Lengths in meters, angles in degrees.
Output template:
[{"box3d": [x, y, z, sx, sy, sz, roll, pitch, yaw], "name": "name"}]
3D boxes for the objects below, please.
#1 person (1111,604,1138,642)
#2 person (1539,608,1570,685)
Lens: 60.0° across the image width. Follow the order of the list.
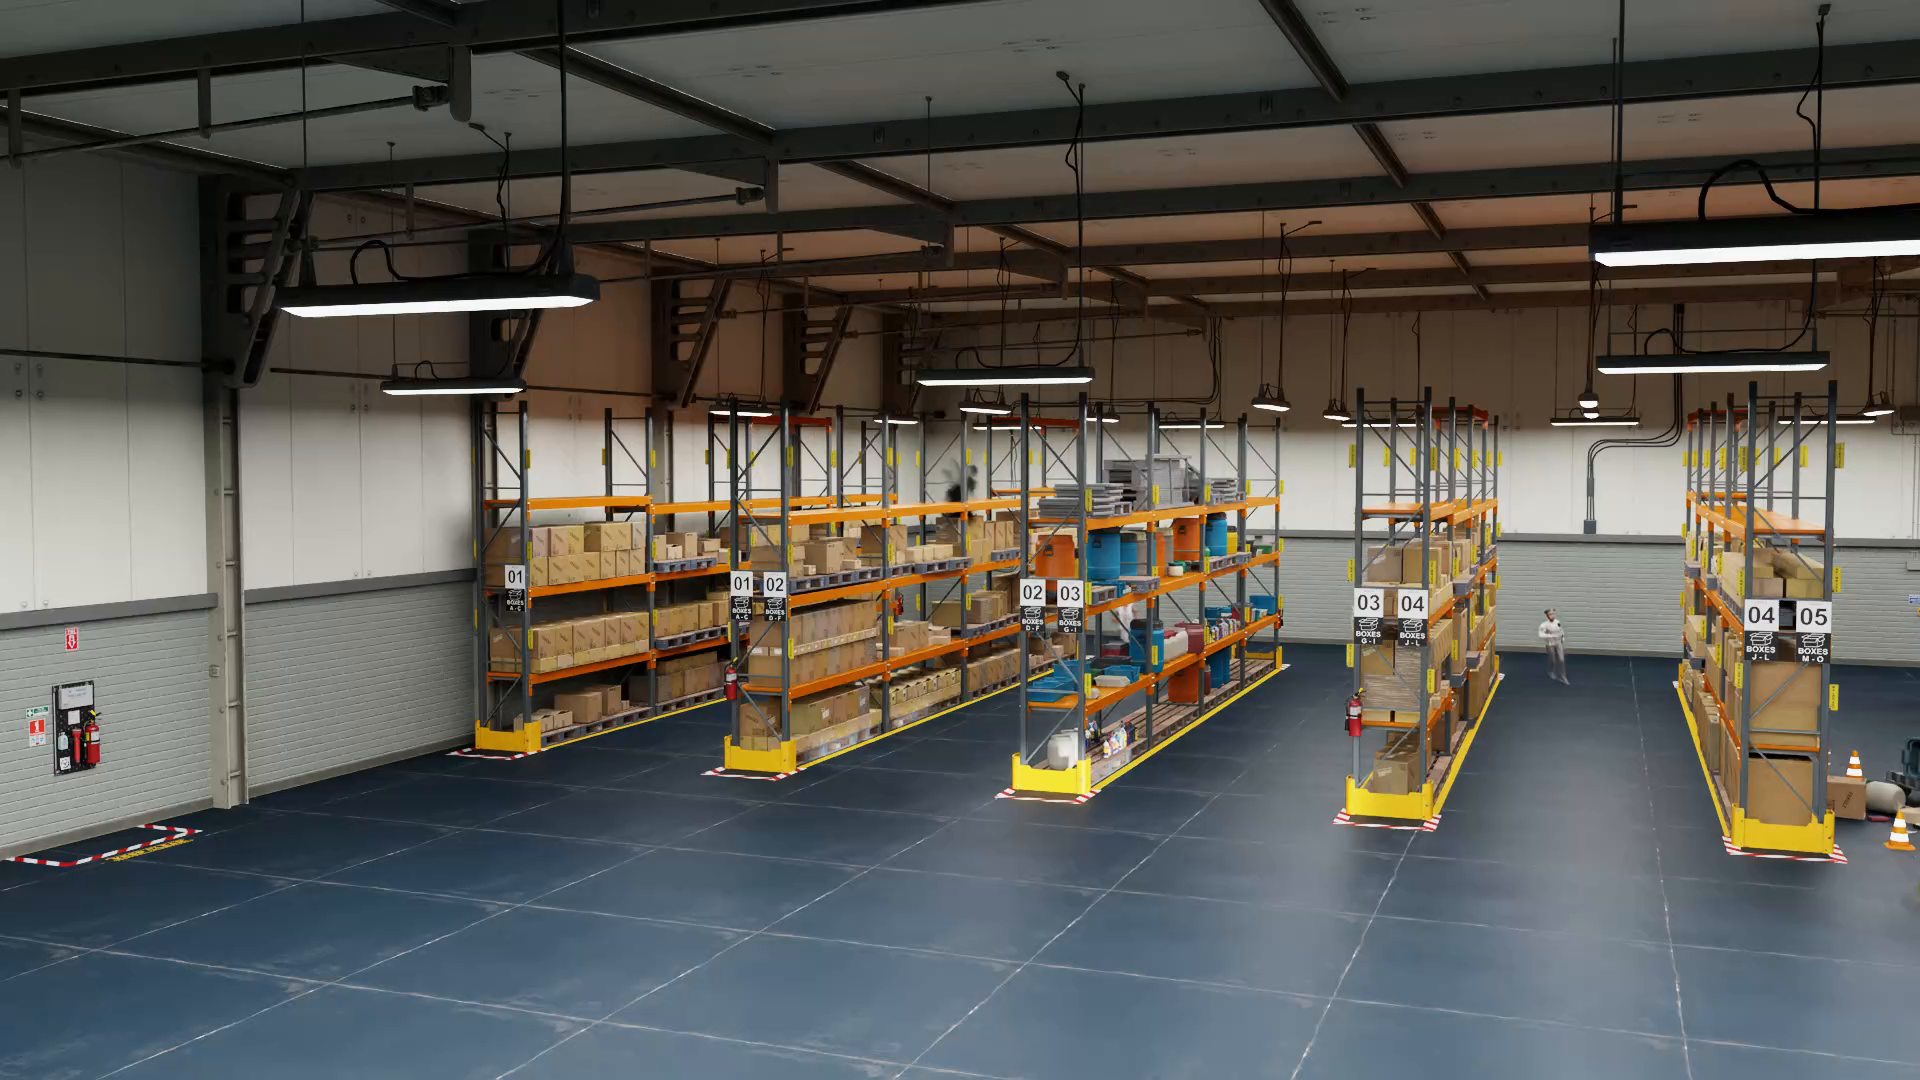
[{"box3d": [4.045, 2.147, 40.469, 0.738, 1.721, 0.675, 0, 3, -2], "name": "person"}, {"box3d": [13.227, 2.376, 37.230, 0.622, 1.718, 0.834, 0, 3, -4], "name": "person"}]
